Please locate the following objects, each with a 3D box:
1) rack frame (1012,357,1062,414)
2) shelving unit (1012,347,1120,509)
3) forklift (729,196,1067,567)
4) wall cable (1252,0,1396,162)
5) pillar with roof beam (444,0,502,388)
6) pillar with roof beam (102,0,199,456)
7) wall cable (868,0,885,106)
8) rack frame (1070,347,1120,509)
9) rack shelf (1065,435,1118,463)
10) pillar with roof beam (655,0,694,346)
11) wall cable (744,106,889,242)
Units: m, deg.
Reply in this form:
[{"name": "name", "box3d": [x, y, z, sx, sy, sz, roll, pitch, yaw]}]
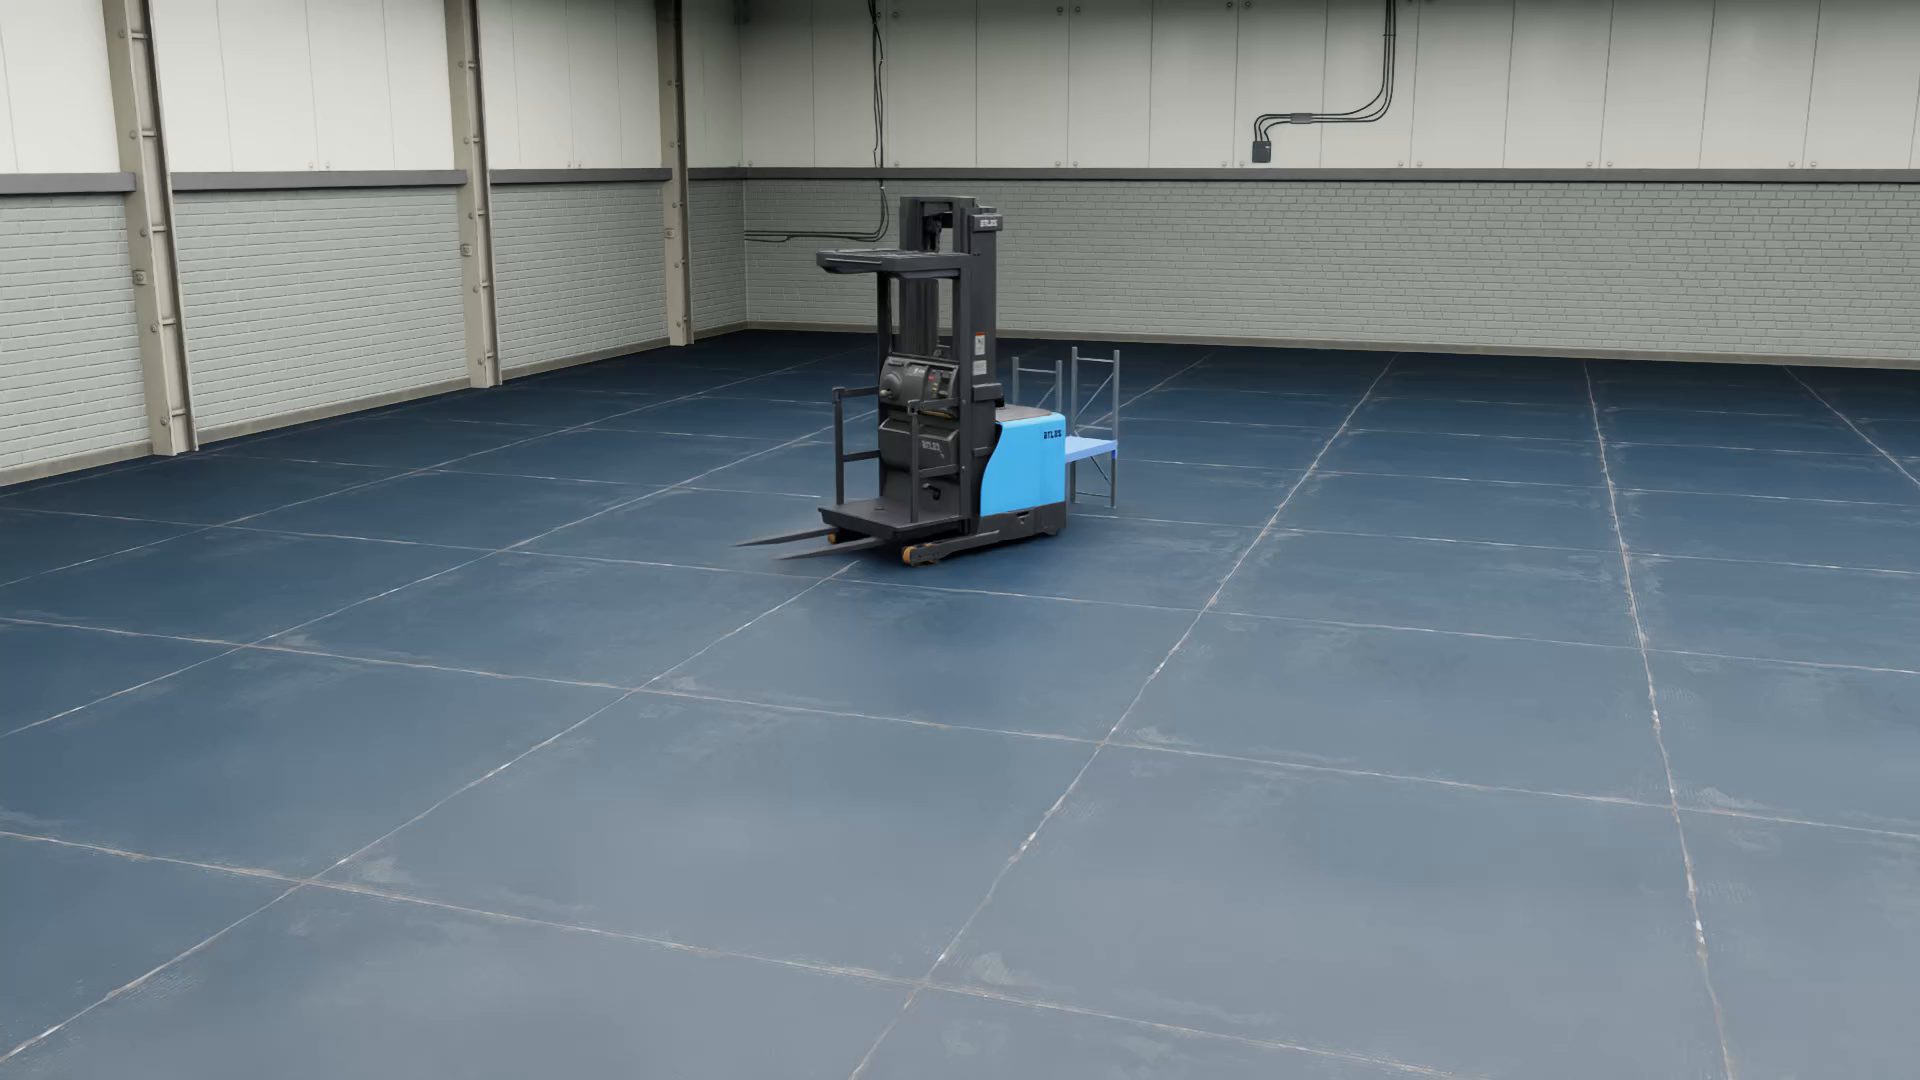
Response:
[{"name": "rack frame", "box3d": [0.686, -0.880, 14.974, 0.500, 1.500, 0.032, 9, 16, 34]}, {"name": "shelving unit", "box3d": [0.980, -0.972, 15.378, 0.538, 1.500, 1.048, 9, 16, 34]}, {"name": "forklift", "box3d": [-0.500, -1.341, 13.777, 3.031, 2.935, 1.130, -11, 17, -40]}, {"name": "wall cable", "box3d": [6.167, -9.407, 27.836, 2.305, 6.003, 0.169, 4, 14, 18]}, {"name": "pillar with roof beam", "box3d": [-2.883, -6.337, 22.031, 9.100, 9.000, 0.400, 4, 14, 18]}, {"name": "pillar with roof beam", "box3d": [-4.825, -5.074, 16.496, 9.100, 9.000, 0.400, 4, 14, 18]}, {"name": "wall cable", "box3d": [-0.251, -9.189, 30.154, 3.097, 2.526, 0.112, 4, 14, 18]}, {"name": "rack frame", "box3d": [1.274, -1.065, 15.782, 0.500, 1.500, 0.032, 9, 16, 34]}, {"name": "rack shelf", "box3d": [0.980, -0.797, 15.418, 0.538, 0.185, 1.000, 9, 16, 34]}, {"name": "pillar with roof beam", "box3d": [-0.942, -7.601, 27.565, 9.100, 9.000, 0.400, 4, 14, 18]}, {"name": "wall cable", "box3d": [-2.811, -6.922, 31.570, 3.097, 2.526, 0.112, 4, 14, 18]}]
